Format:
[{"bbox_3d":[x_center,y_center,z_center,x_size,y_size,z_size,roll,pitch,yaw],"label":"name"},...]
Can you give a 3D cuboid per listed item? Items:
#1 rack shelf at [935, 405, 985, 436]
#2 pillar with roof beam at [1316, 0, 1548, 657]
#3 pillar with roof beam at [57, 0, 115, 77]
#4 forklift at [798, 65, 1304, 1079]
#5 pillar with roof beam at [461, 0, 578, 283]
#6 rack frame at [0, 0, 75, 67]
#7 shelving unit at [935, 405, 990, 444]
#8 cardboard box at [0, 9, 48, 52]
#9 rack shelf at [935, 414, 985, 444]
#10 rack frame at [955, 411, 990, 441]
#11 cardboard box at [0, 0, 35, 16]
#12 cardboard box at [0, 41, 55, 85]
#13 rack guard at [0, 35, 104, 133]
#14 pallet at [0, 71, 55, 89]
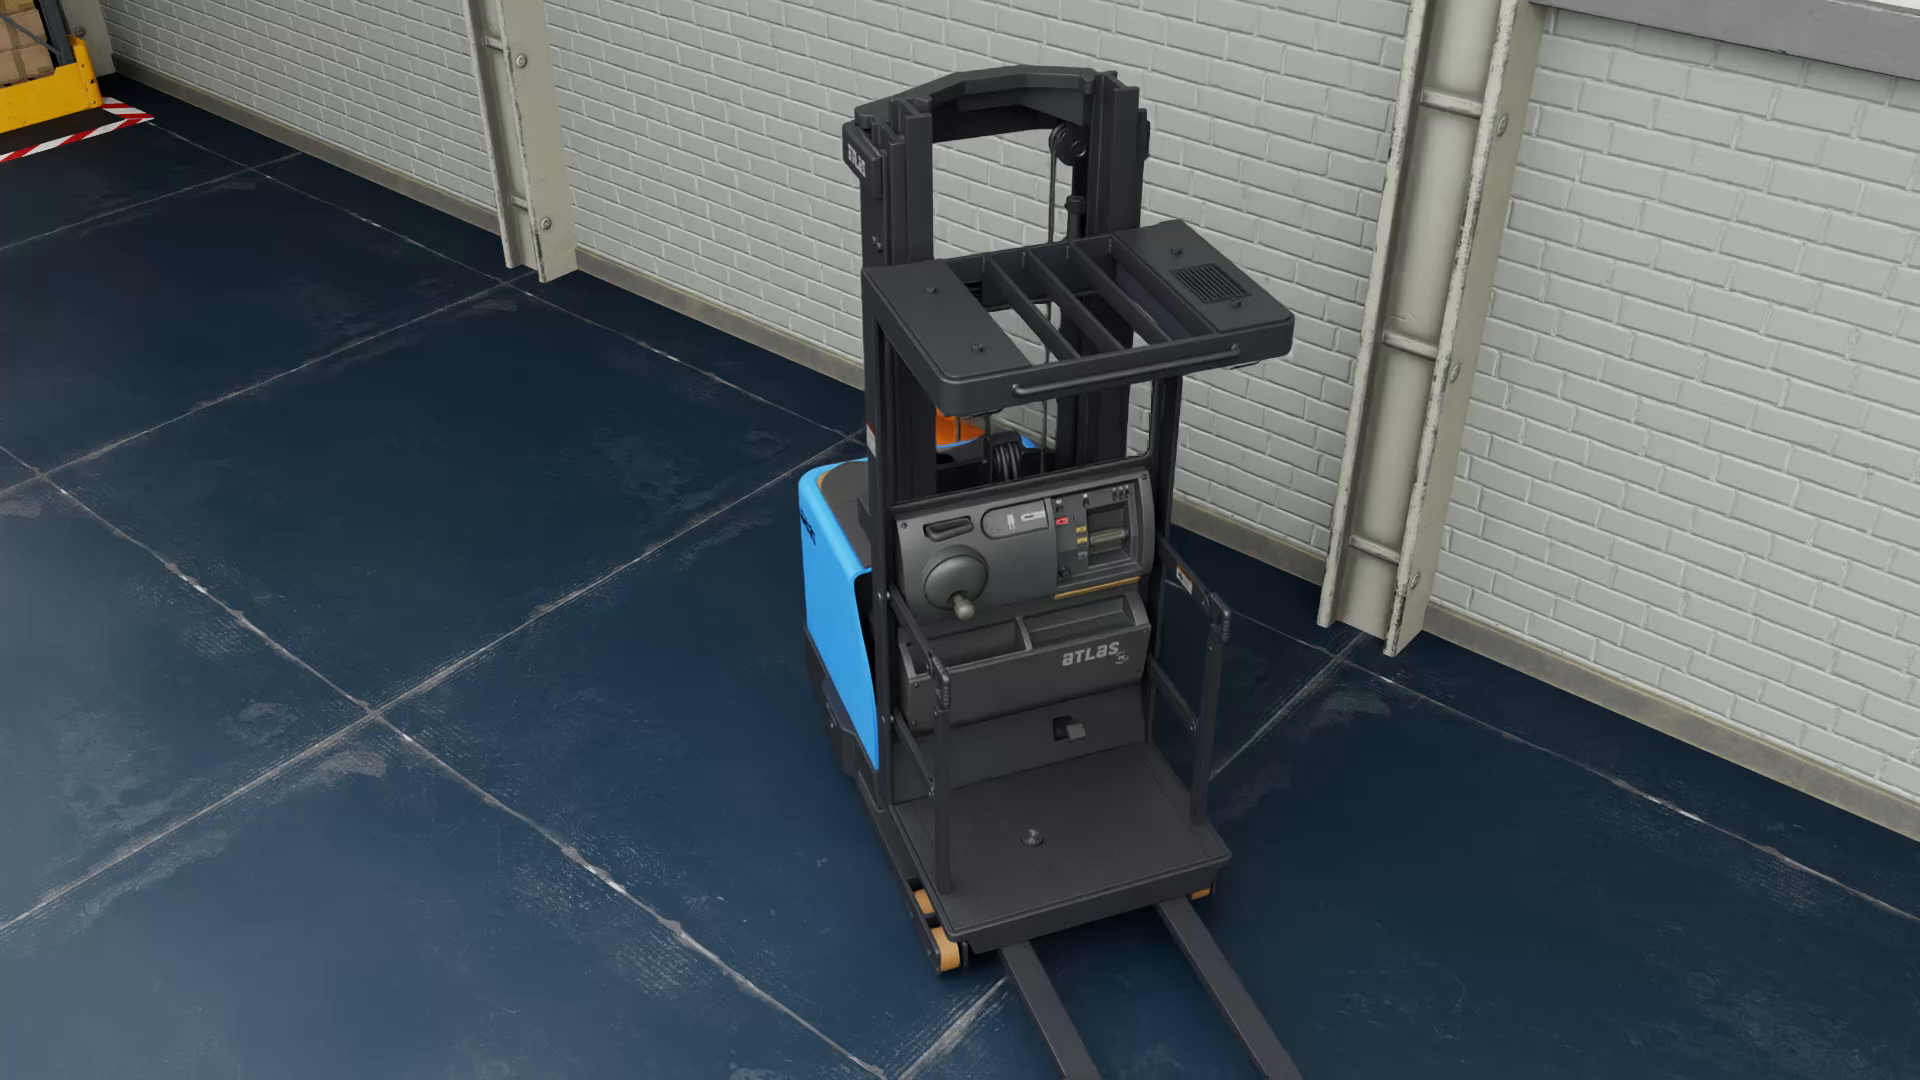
[{"bbox_3d":[-0.127,-0.683,7.909,0.480,0.148,0.258,25,42,32],"label":"rack shelf"},{"bbox_3d":[-0.859,-1.446,2.407,0.400,9.000,9.100,25,42,32],"label":"pillar with roof beam"},{"bbox_3d":[-10.081,-5.793,8.736,0.400,9.000,9.100,25,42,32],"label":"pillar with roof beam"},{"bbox_3d":[0.312,0.077,5.548,1.130,2.935,3.031,-12,36,-17],"label":"forklift"},{"bbox_3d":[-5.470,-3.619,5.571,0.400,9.000,9.100,25,42,32],"label":"pillar with roof beam"},{"bbox_3d":[-7.368,-4.548,12.223,0.127,3.000,1.000,25,42,32],"label":"rack frame"},{"bbox_3d":[-0.127,-0.555,7.998,0.503,1.200,0.258,25,42,32],"label":"shelving unit"},{"bbox_3d":[-7.597,-4.055,13.121,0.500,0.250,0.500,26,42,33],"label":"cardboard box"},{"bbox_3d":[-0.127,-0.499,8.036,0.480,0.148,0.258,25,42,32],"label":"rack shelf"},{"bbox_3d":[0.060,-0.466,7.869,0.015,1.200,0.240,25,42,32],"label":"rack frame"},{"bbox_3d":[-7.616,-4.257,12.973,0.500,0.250,0.500,25,41,31],"label":"cardboard box"},{"bbox_3d":[-7.620,-3.851,13.266,0.500,0.250,0.500,25,42,32],"label":"cardboard box"},{"bbox_3d":[-7.350,-3.509,12.918,0.348,0.500,1.175,25,42,32],"label":"rack guard"},{"bbox_3d":[-7.983,-3.658,13.390,1.213,0.211,1.003,25,42,32],"label":"pallet"}]
